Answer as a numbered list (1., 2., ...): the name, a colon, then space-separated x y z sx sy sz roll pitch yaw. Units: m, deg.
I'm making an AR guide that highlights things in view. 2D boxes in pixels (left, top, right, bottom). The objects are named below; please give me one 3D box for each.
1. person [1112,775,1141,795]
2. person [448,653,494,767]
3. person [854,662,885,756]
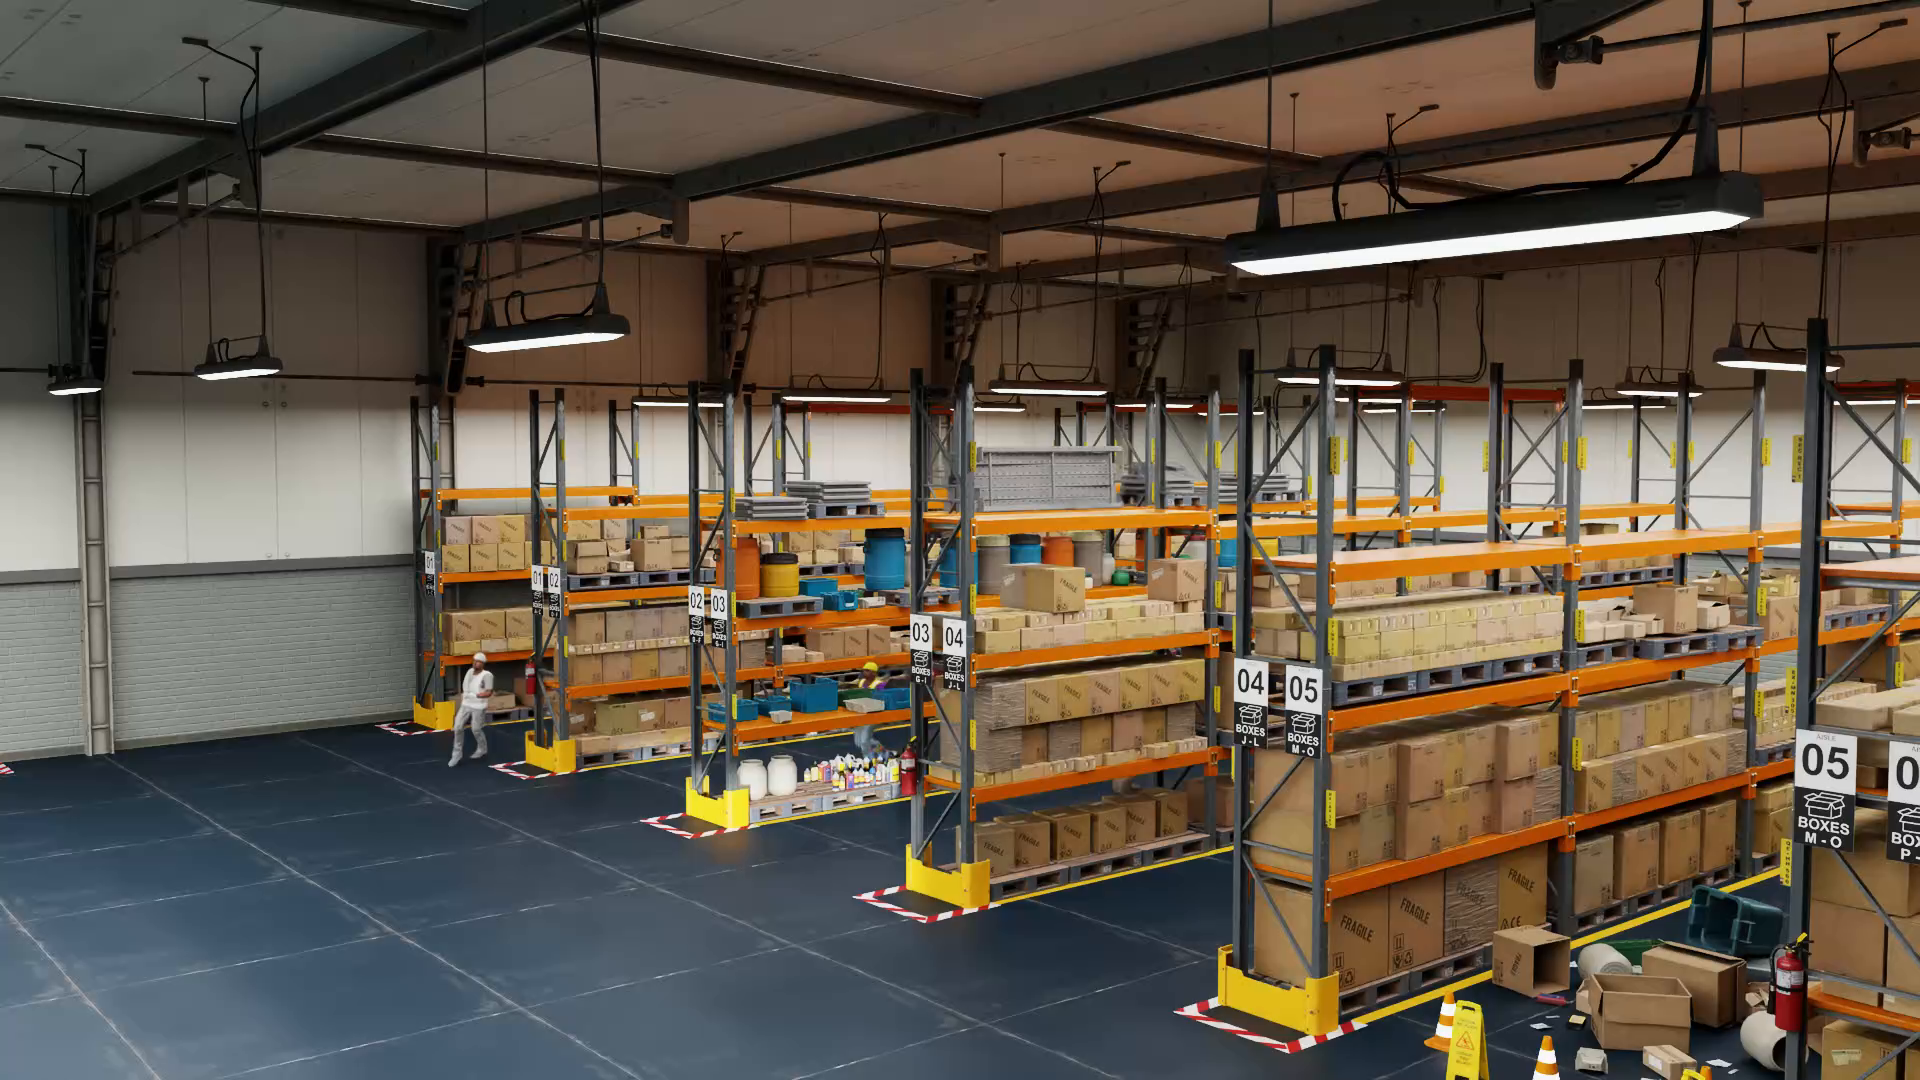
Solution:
1. person: 2.313 2.993 22.728 0.662 1.707 0.775 3 4 40
2. person: -7.792 2.697 26.674 0.696 1.781 0.841 1 4 21
3. person: -1.400 2.766 26.089 0.718 1.724 0.618 3 4 41
